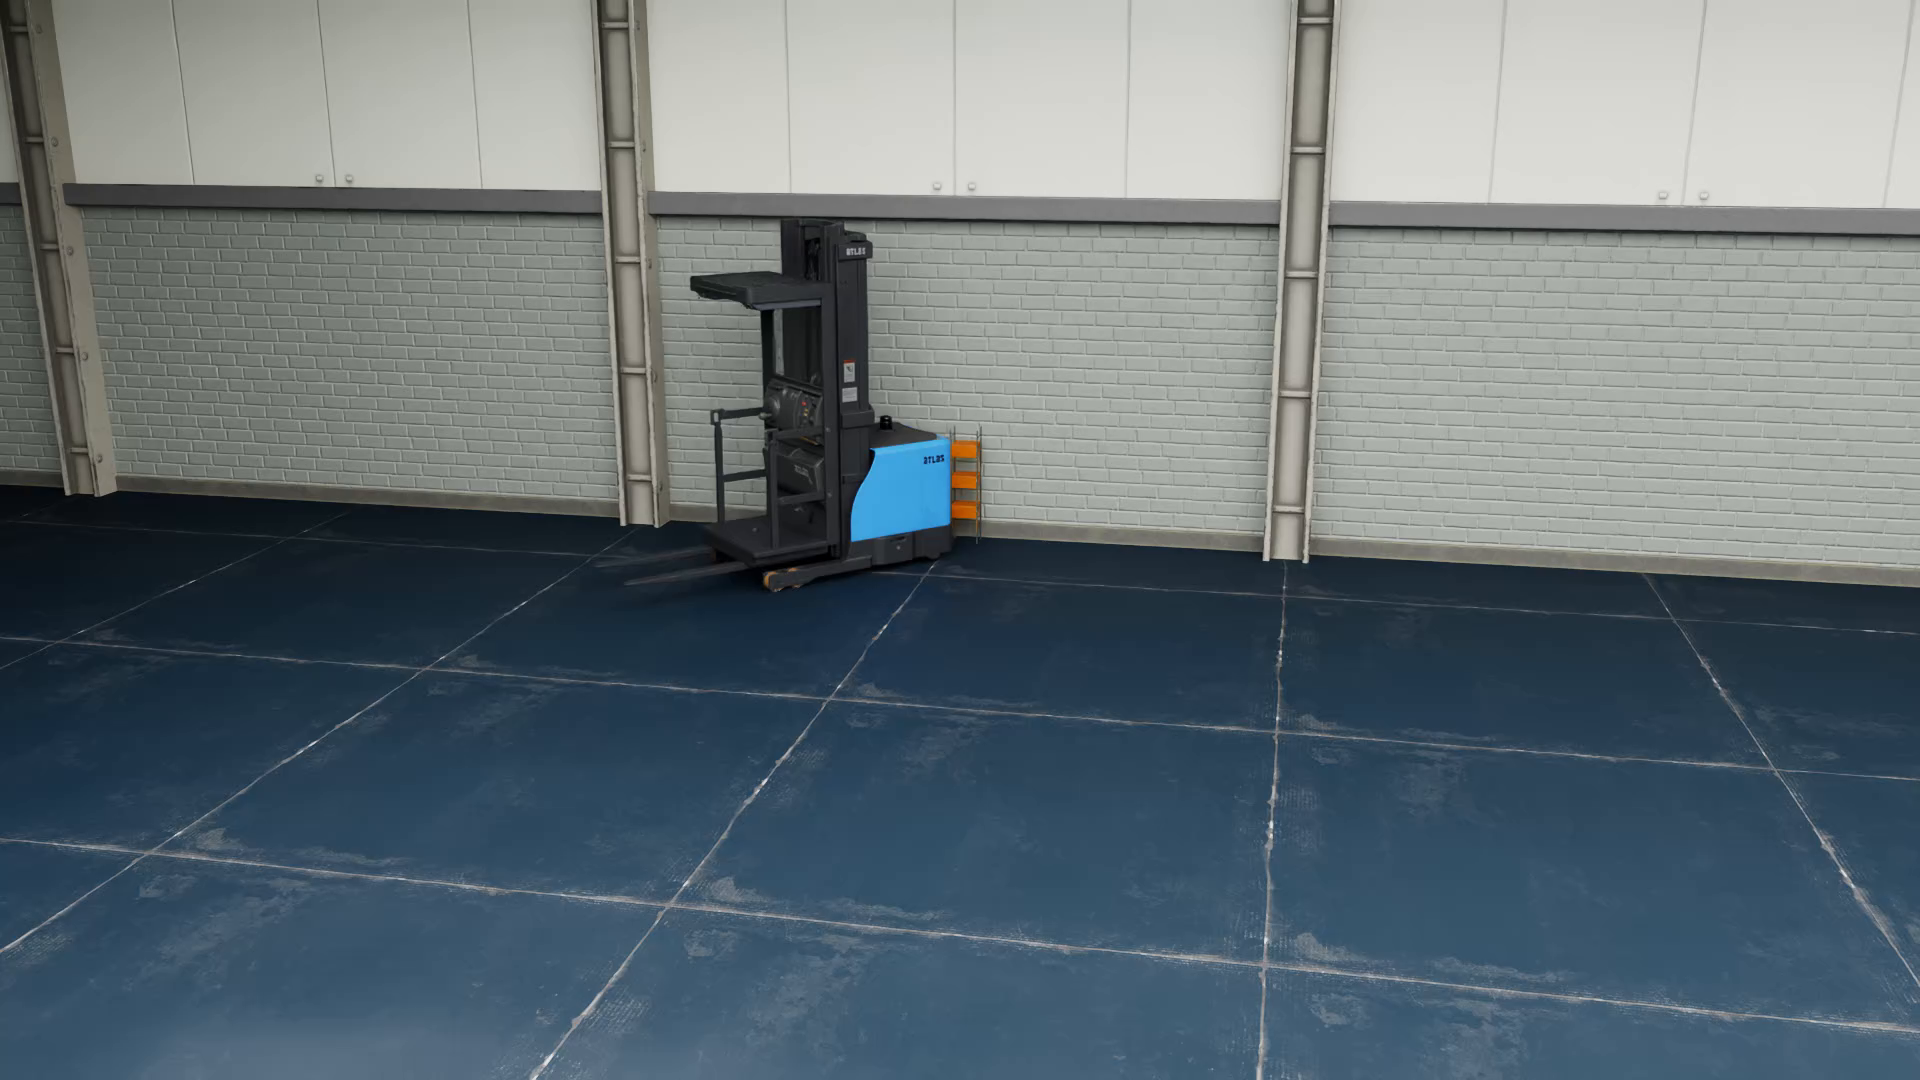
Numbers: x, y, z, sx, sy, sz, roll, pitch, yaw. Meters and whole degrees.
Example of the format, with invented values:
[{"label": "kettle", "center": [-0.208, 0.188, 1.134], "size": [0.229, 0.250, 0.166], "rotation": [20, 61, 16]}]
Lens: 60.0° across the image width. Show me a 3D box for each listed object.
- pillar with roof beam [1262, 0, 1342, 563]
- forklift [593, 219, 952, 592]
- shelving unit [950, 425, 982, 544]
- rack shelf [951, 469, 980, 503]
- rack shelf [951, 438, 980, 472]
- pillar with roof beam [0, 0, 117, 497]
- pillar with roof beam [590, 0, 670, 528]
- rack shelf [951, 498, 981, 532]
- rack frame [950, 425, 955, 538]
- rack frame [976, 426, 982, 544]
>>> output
[{"label": "pillar with roof beam", "center": [2.024, -3.060, 9.439], "size": [0.400, 9.000, 9.100], "rotation": [3, 16, 11]}, {"label": "forklift", "center": [-1.575, -1.144, 13.890], "size": [3.031, 2.935, 1.130], "rotation": [-10, 18, -33]}, {"label": "shelving unit", "center": [0.052, -0.503, 15.100], "size": [0.252, 1.050, 0.215], "rotation": [3, 16, 11]}, {"label": "rack shelf", "center": [0.052, -0.493, 15.102], "size": [0.240, 0.259, 0.215], "rotation": [3, 16, 11]}, {"label": "rack shelf", "center": [0.052, -0.766, 15.027], "size": [0.240, 0.259, 0.215], "rotation": [3, 16, 11]}, {"label": "pillar with roof beam", "center": [-9.735, -3.698, 11.744], "size": [0.400, 9.000, 9.100], "rotation": [3, 16, 11]}, {"label": "pillar with roof beam", "center": [-3.856, -3.379, 10.591], "size": [0.400, 9.000, 9.100], "rotation": [3, 16, 11]}, {"label": "rack shelf", "center": [0.052, -0.225, 15.177], "size": [0.240, 0.259, 0.215], "rotation": [3, 16, 11]}, {"label": "rack frame", "center": [-0.067, -0.510, 15.123], "size": [0.008, 1.050, 0.200], "rotation": [3, 16, 11]}, {"label": "rack frame", "center": [0.172, -0.497, 15.076], "size": [0.008, 1.050, 0.200], "rotation": [3, 16, 11]}]
